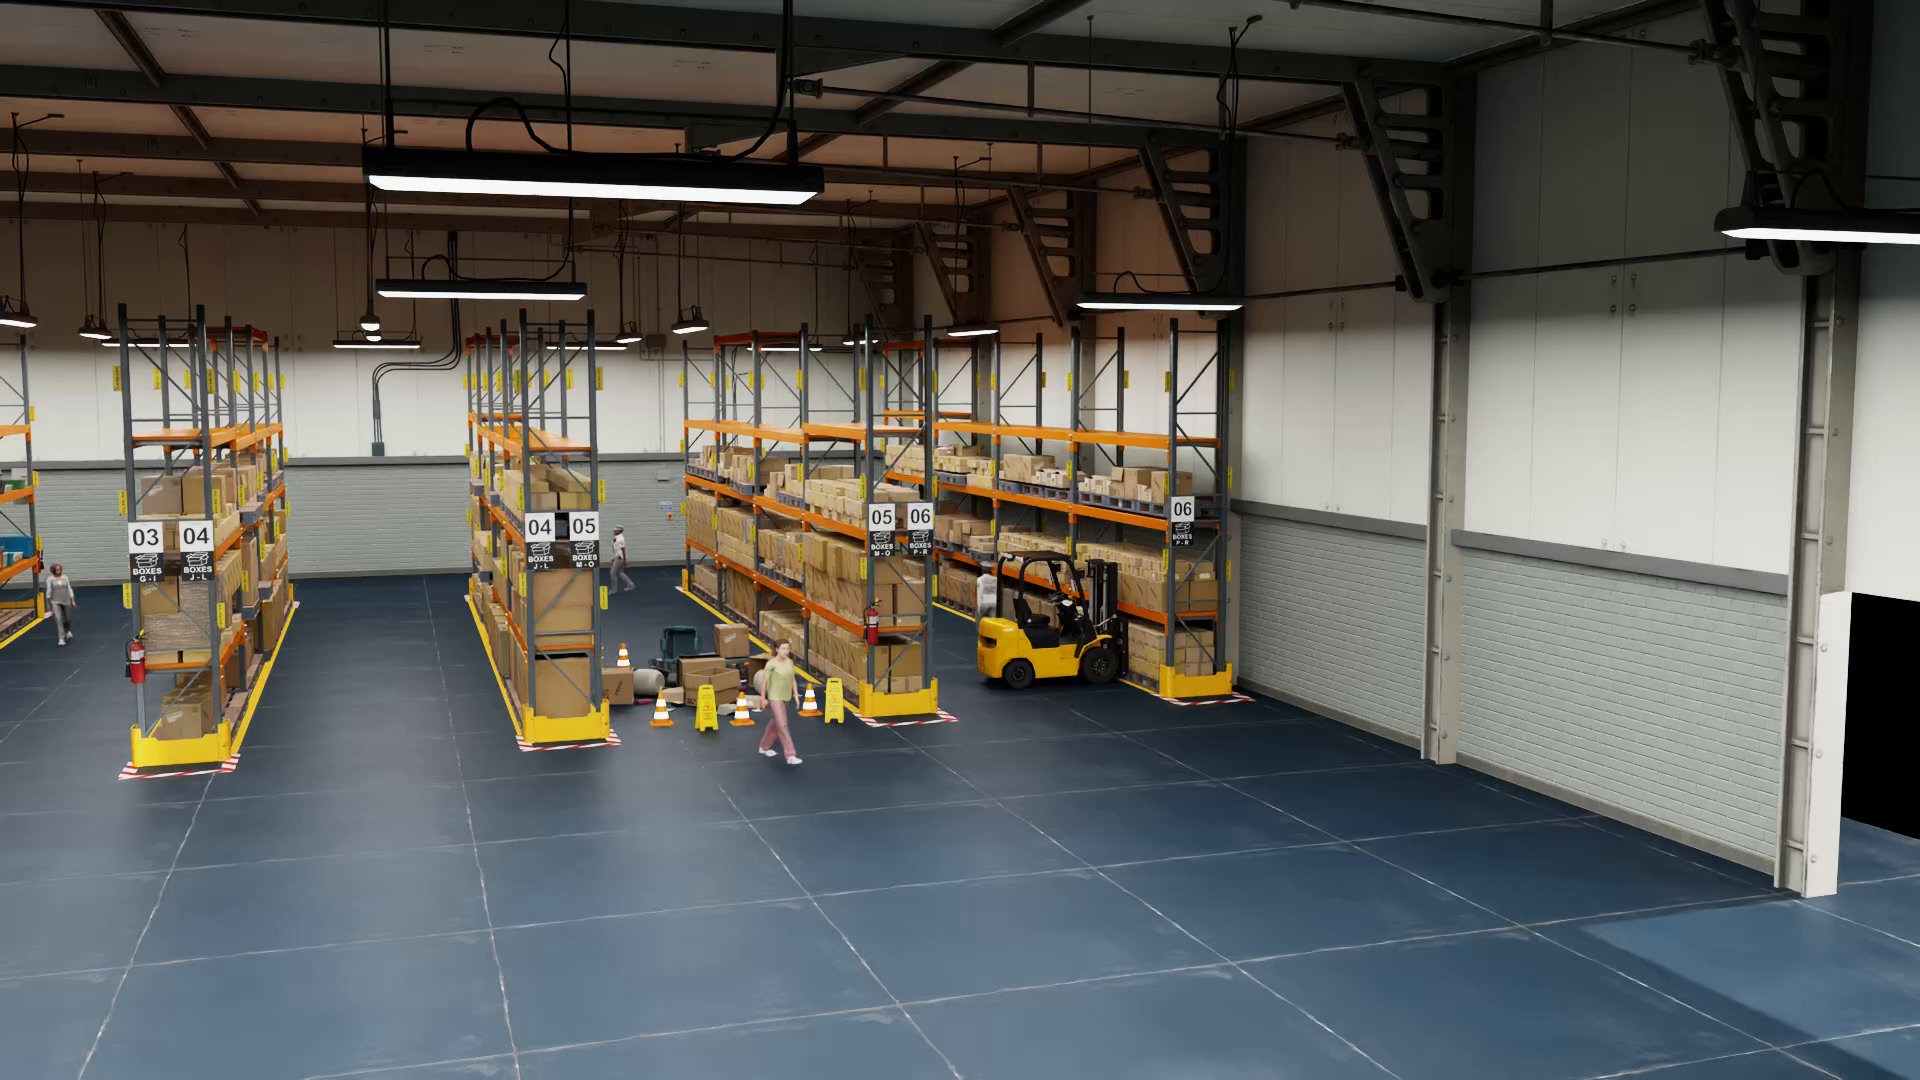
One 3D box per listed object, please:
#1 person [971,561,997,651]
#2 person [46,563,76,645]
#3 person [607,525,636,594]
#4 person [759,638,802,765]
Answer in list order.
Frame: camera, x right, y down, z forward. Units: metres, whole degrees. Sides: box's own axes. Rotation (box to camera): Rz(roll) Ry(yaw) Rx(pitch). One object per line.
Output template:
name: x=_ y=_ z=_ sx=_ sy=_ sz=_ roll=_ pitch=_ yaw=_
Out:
person: x=0.515 y=1.263 z=30.922 sx=0.522 sy=1.721 sz=0.591 roll=-3 pitch=6 yaw=-30
person: x=-17.195 y=1.203 z=31.801 sx=0.504 sy=1.538 sz=0.939 roll=-3 pitch=6 yaw=-28
person: x=-8.063 y=0.456 z=39.435 sx=0.717 sy=1.669 sz=0.518 roll=-2 pitch=6 yaw=-19
person: x=-2.326 y=2.095 z=21.889 sx=1.010 sy=1.615 sz=0.478 roll=4 pitch=7 yaw=38
